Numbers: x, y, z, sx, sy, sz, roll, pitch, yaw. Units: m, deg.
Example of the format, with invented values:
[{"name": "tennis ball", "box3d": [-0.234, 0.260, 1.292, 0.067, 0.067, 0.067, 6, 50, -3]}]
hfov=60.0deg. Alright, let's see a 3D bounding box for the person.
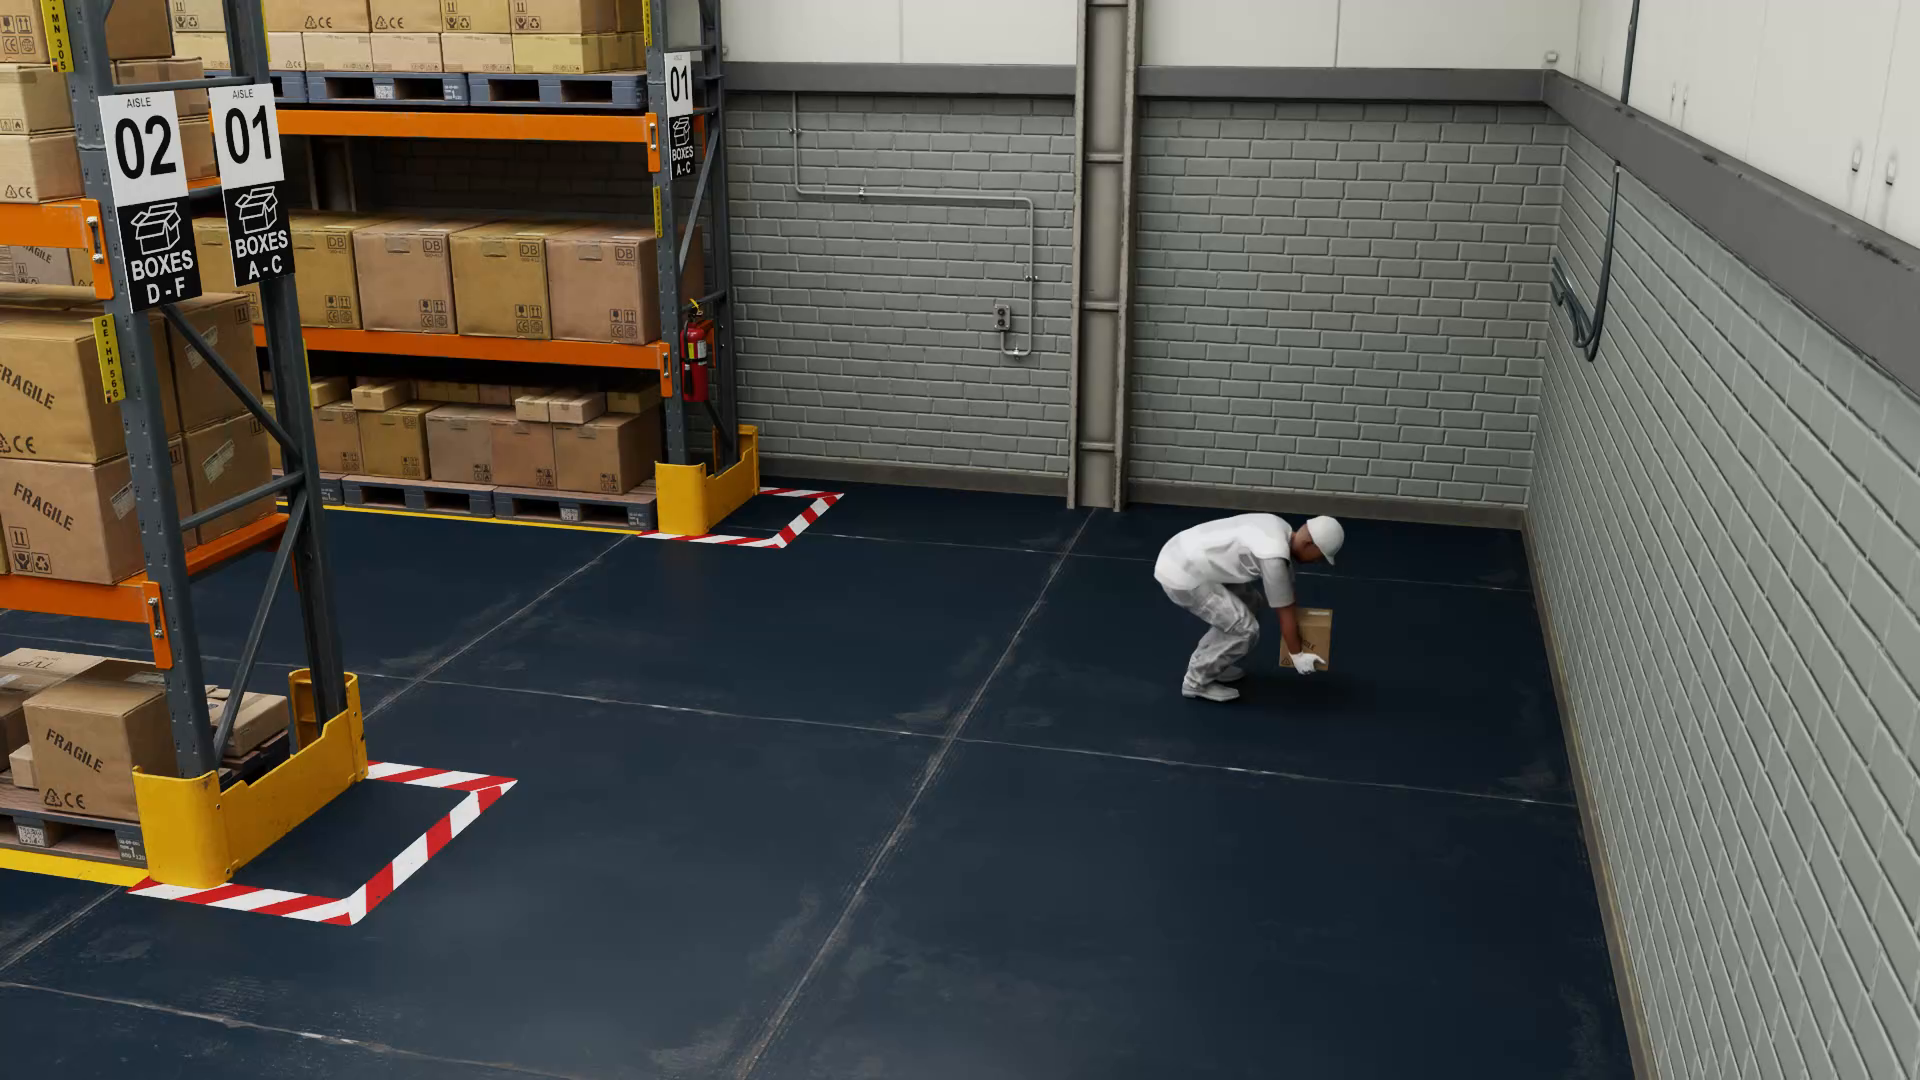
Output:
[{"name": "person", "box3d": [1.509, 0.330, 8.786, 0.965, 0.995, 0.547, 4, 18, 11]}]
